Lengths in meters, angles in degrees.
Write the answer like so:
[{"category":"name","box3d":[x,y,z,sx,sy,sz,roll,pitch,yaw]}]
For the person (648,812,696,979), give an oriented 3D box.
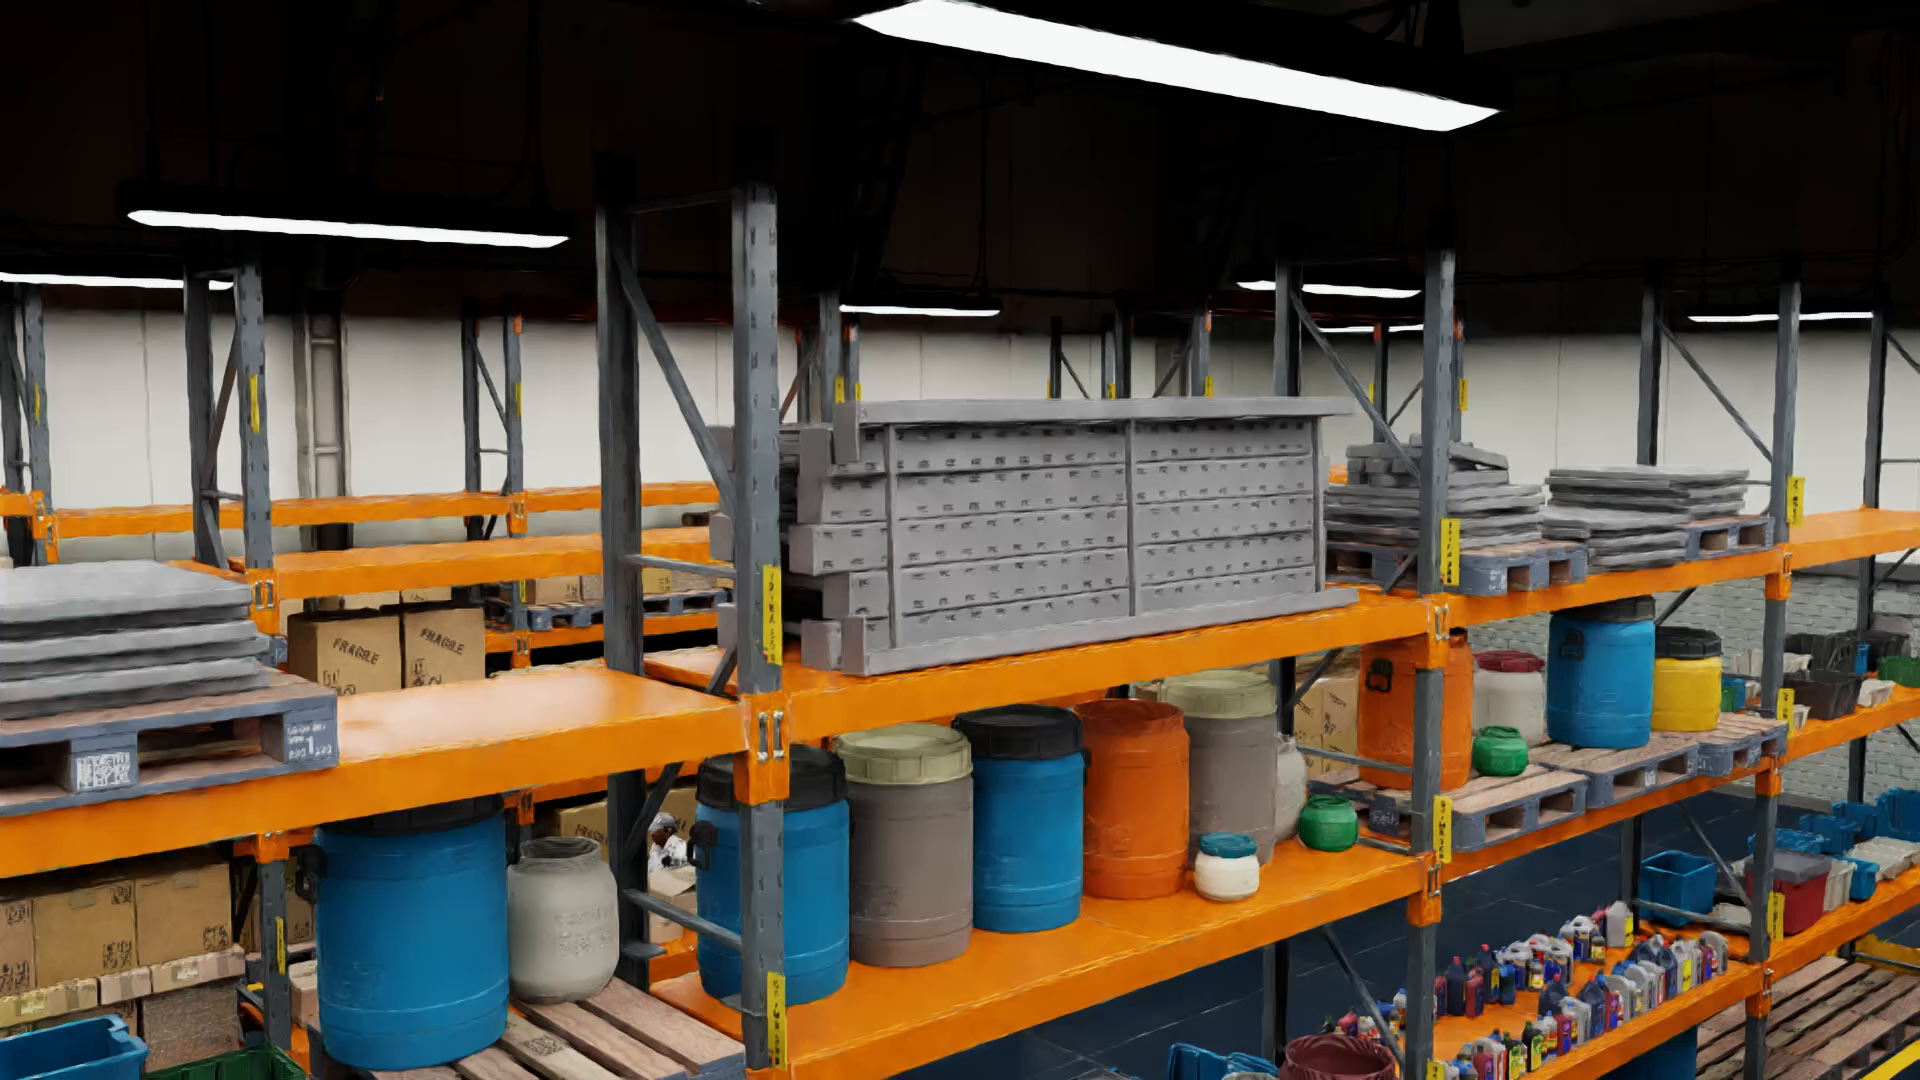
[{"category":"person","box3d":[-2.394,3.054,13.958,0.582,1.611,0.625,-5,7,-43]}]
